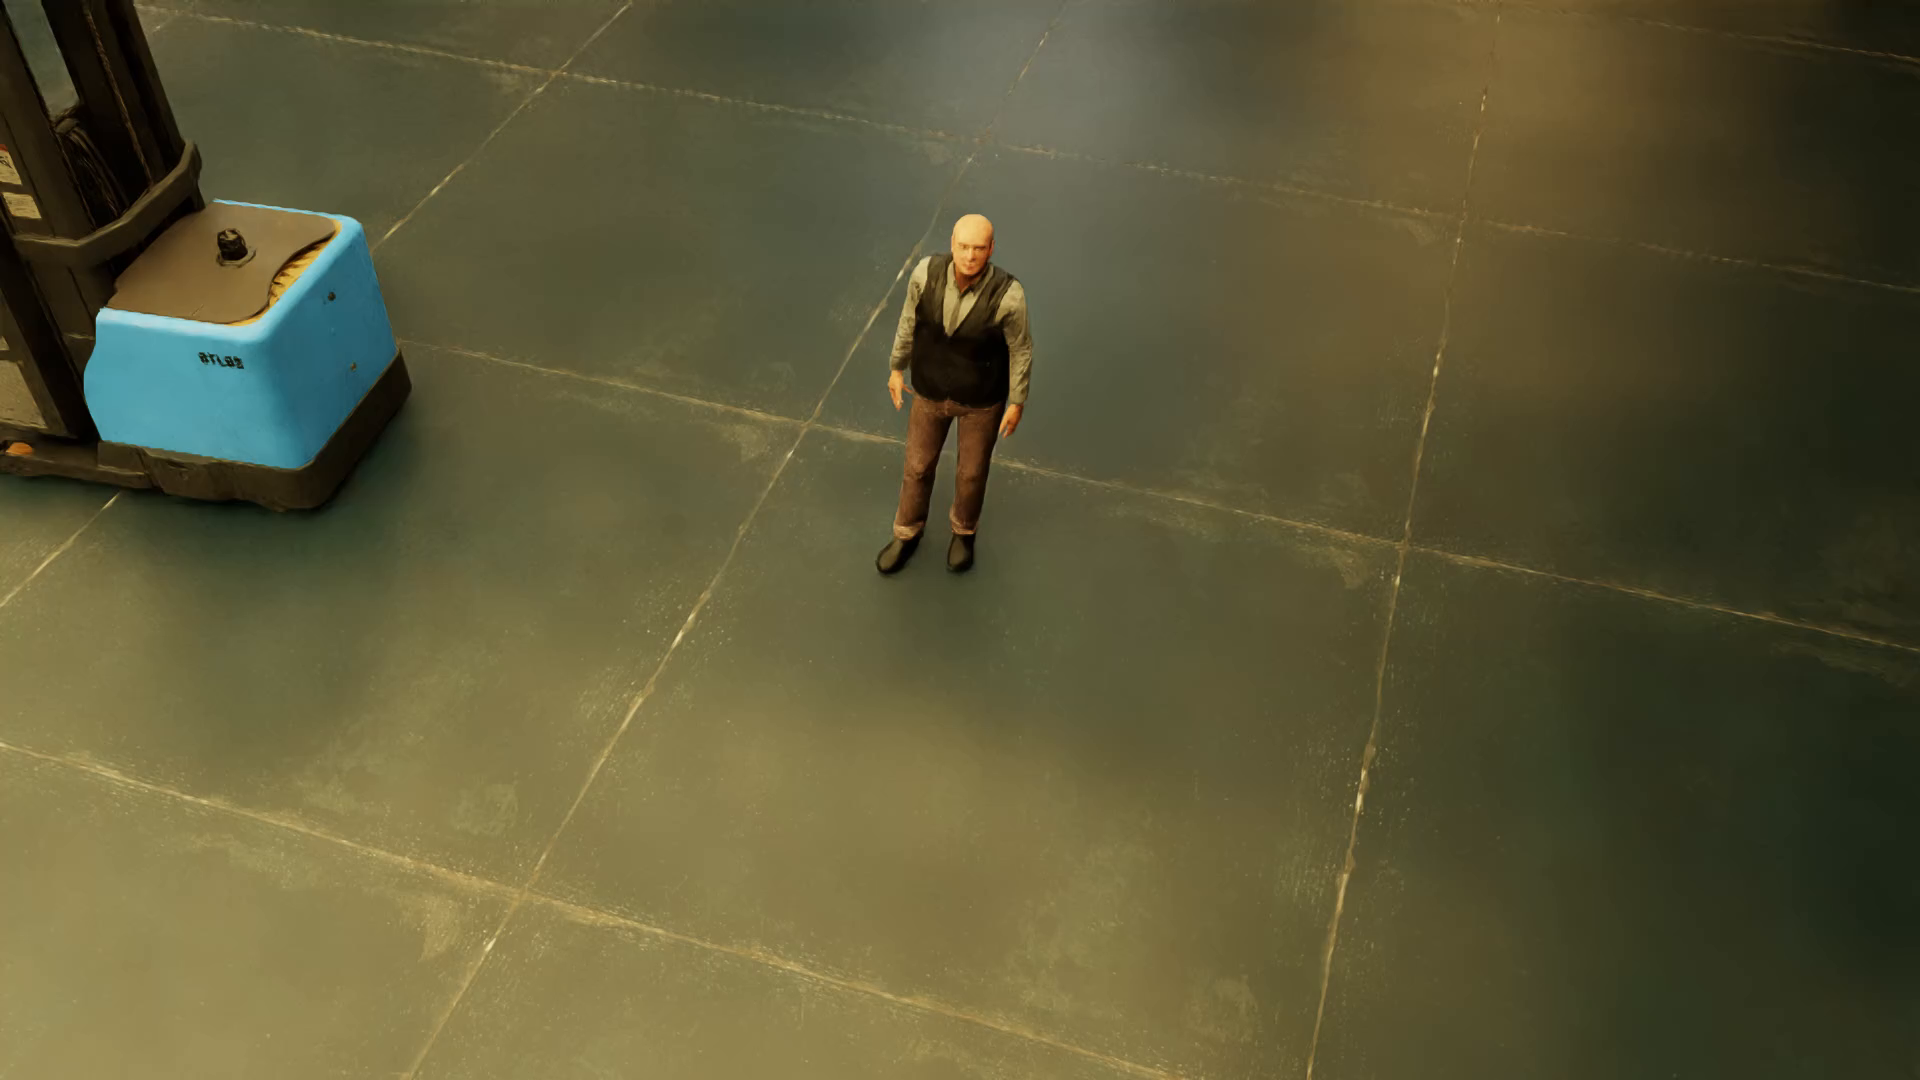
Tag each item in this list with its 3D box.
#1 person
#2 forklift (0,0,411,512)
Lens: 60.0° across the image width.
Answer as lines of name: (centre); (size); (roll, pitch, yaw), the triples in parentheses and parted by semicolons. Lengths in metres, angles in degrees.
person: (-0.027, -0.597, 7.208); (0.632, 1.720, 0.567); (12, 44, 13)
forklift: (-4.402, -1.728, 7.546); (3.031, 2.935, 1.130); (9, 44, 9)
